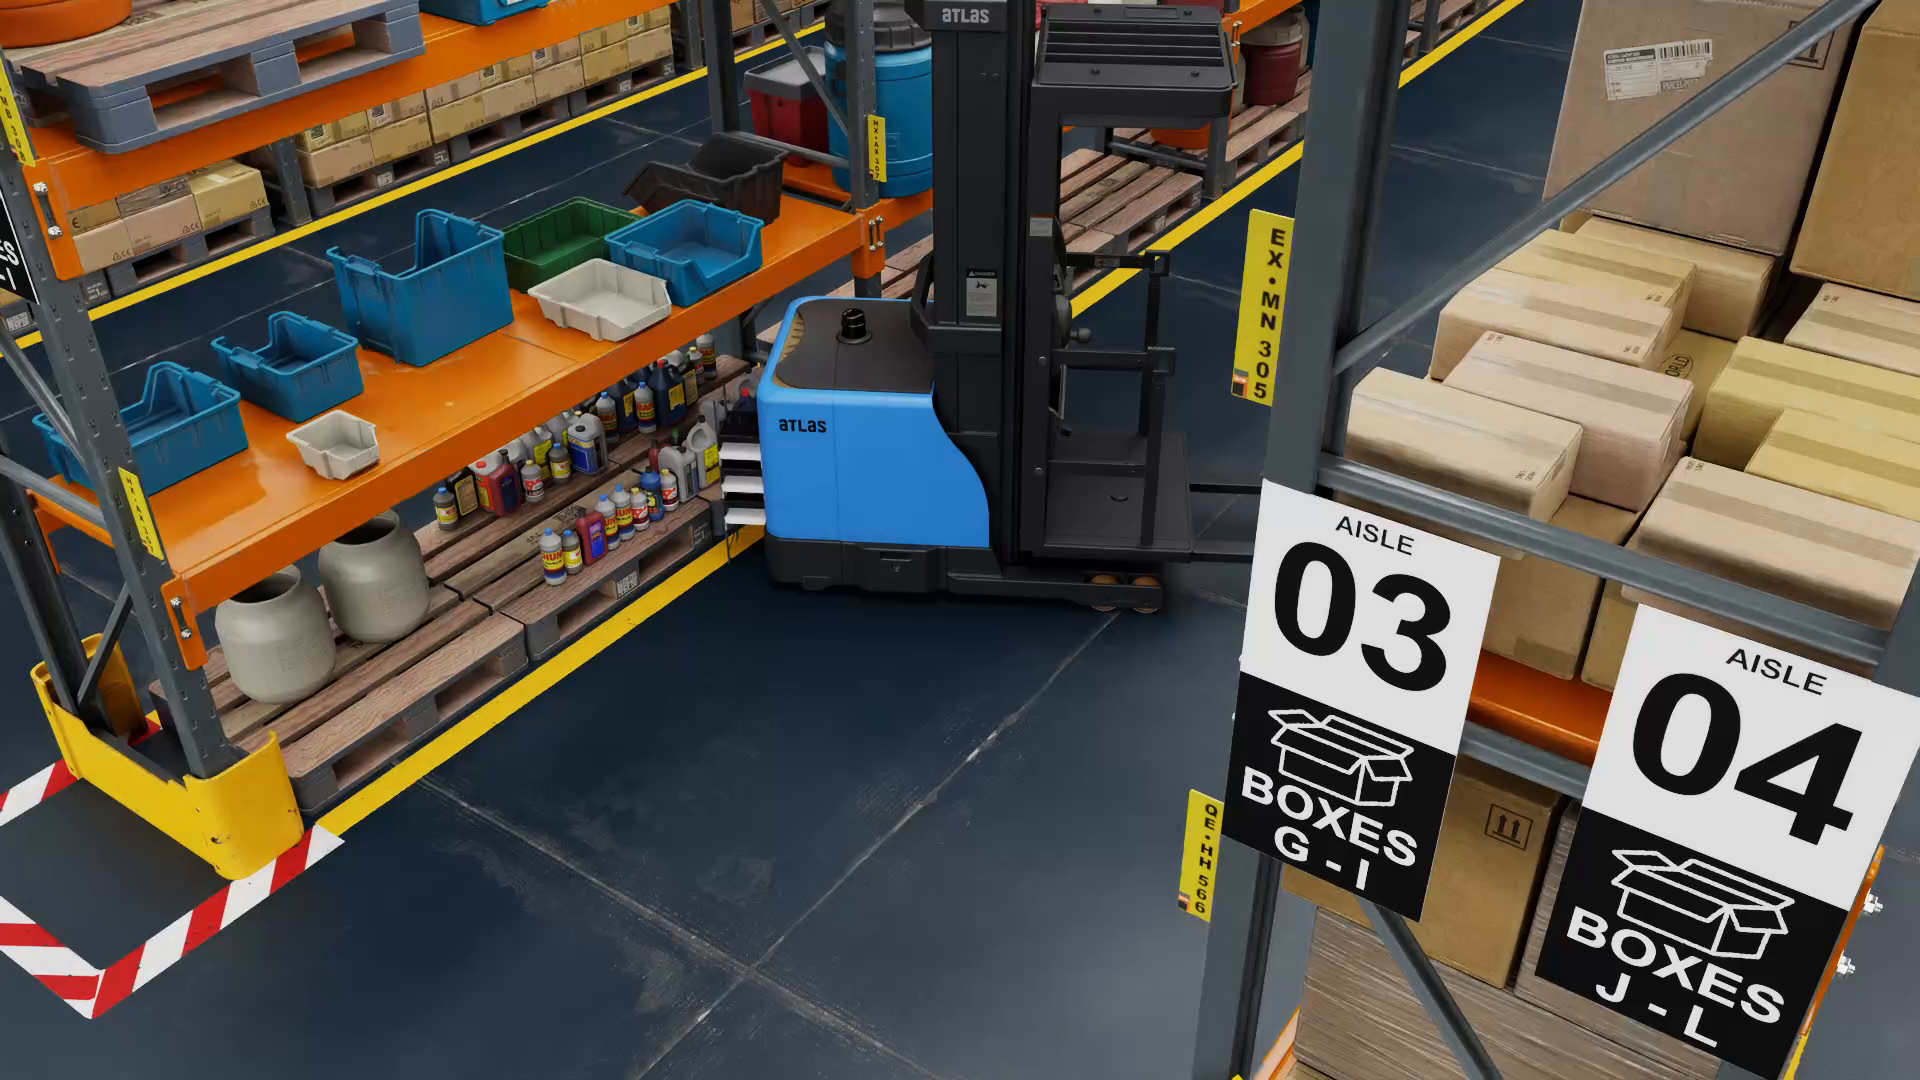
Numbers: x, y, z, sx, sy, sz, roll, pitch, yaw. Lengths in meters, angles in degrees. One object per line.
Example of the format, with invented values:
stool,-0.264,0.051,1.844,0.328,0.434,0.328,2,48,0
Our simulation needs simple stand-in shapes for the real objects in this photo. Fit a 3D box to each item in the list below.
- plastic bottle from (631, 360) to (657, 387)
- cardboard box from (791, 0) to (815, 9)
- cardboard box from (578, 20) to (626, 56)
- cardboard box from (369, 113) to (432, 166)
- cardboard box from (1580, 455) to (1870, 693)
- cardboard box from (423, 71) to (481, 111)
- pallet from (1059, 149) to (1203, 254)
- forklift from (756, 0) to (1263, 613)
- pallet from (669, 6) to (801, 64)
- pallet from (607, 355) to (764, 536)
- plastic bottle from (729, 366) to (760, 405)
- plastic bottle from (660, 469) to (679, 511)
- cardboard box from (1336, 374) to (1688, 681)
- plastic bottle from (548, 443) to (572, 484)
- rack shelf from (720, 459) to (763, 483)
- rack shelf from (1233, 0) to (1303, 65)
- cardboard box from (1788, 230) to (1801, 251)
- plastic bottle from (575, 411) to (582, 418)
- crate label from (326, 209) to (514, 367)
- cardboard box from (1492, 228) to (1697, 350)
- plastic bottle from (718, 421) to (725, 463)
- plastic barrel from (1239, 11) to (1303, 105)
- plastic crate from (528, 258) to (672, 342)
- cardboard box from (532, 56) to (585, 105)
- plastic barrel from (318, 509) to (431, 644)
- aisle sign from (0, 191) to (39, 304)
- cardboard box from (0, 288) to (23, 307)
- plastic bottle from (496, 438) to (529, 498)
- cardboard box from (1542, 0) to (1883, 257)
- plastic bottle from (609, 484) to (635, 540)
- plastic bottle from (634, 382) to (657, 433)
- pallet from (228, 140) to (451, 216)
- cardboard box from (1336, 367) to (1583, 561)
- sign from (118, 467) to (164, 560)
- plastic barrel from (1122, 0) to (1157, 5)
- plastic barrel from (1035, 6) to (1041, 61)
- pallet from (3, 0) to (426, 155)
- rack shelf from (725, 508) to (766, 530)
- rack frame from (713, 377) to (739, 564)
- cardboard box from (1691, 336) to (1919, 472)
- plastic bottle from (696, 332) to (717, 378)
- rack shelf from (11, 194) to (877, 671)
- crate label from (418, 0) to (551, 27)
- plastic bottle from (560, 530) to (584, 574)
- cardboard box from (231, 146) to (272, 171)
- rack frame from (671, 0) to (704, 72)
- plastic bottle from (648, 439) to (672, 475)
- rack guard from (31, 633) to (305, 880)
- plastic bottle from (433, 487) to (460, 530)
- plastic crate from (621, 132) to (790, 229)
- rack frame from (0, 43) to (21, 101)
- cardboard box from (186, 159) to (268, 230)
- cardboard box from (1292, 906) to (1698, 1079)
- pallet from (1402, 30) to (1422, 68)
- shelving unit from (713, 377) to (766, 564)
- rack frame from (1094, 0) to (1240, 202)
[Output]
plastic bottle,-1.654,-0.834,8.778,0.144,0.351,0.185,22,40,29
cardboard box,-1.561,-5.150,15.027,0.500,0.500,0.500,21,39,28
cardboard box,-3.026,-4.119,13.243,0.500,0.311,0.500,21,39,28
cardboard box,-4.194,-2.949,12.012,0.500,0.250,0.500,22,40,29
cardboard box,1.423,0.115,2.859,0.500,0.250,0.500,23,40,30
cardboard box,-3.896,-3.417,12.205,0.500,0.311,0.500,20,39,27
pallet,0.954,-2.330,11.507,1.003,0.211,1.213,21,39,28
forklift,0.625,-1.186,7.387,3.031,2.935,1.130,3,34,4
pallet,-2.182,-4.590,14.848,1.003,0.211,1.213,21,39,28
pallet,-1.270,-0.538,8.857,1.003,0.211,1.213,21,39,28
plastic bottle,-1.102,-0.731,8.625,0.144,0.351,0.185,21,39,28
plastic bottle,-1.417,-0.250,8.047,0.097,0.201,0.097,0,34,0
cardboard box,1.002,-0.049,3.101,0.500,0.250,0.500,22,40,29
plastic bottle,-1.986,-0.386,8.249,0.097,0.201,0.097,0,34,0
rack shelf,-1.012,-0.367,7.887,0.200,0.077,0.258,3,34,4
rack shelf,2.568,-4.452,12.797,1.077,0.370,4.000,21,39,28
cardboard box,1.866,-0.746,4.132,0.500,0.250,0.500,21,39,27
plastic bottle,-1.942,-0.563,8.510,0.097,0.201,0.097,0,34,0
crate label,-2.306,-1.096,7.161,0.502,0.435,0.616,21,39,28
cardboard box,1.272,-0.505,3.419,0.380,0.149,0.250,21,40,28
plastic bottle,-1.151,-0.480,8.315,0.061,0.283,0.133,24,41,31
plastic barrel,2.337,-3.755,12.902,0.600,0.588,0.708,21,39,28
plastic crate,-1.570,-1.051,7.362,0.530,0.136,0.437,21,39,28
cardboard box,-3.319,-3.659,13.063,0.500,0.250,0.500,22,40,29
plastic barrel,-2.535,0.151,7.195,0.421,0.512,0.421,0,34,0
aisle sign,-2.934,-1.098,4.875,0.394,0.787,0.004,21,39,28
cardboard box,-5.855,-1.632,10.065,0.500,0.250,0.500,21,39,28
plastic bottle,-2.201,-0.358,8.140,0.152,0.276,0.135,20,39,27
cardboard box,1.611,-0.974,3.534,0.500,0.500,0.500,21,39,28
plastic bottle,-1.591,-0.138,7.820,0.097,0.271,0.097,0,34,0
plastic bottle,-1.637,-0.696,8.645,0.097,0.271,0.097,0,34,0
pallet,-4.532,-2.769,12.156,1.003,0.211,1.213,21,39,28
cardboard box,0.837,-0.139,2.878,0.380,0.149,0.250,21,39,28
sign,-2.684,-0.085,5.450,0.100,0.325,0.005,21,39,28
plastic barrel,1.017,-3.334,10.403,0.421,0.512,0.421,0,34,0
plastic barrel,0.291,-2.753,9.521,0.433,0.535,0.433,0,34,0
pallet,-2.581,-1.661,5.520,1.003,0.211,1.213,21,39,28
rack shelf,-1.012,-0.143,8.039,0.200,0.077,0.258,3,34,4
rack frame,-1.114,-0.324,7.926,0.006,0.900,0.240,3,34,4
cardboard box,1.553,-0.208,2.980,0.380,0.149,0.250,21,39,27
plastic bottle,-1.395,-1.034,9.144,0.097,0.271,0.097,0,34,0
rack shelf,-1.993,-0.770,7.353,1.077,0.370,4.000,21,39,28
crate label,-1.795,-2.084,6.110,0.502,0.251,0.408,21,39,28
plastic bottle,-1.785,0.047,7.608,0.097,0.201,0.097,0,34,0
cardboard box,-4.922,-2.891,11.927,0.500,0.250,0.500,21,39,28
rack frame,-2.639,-5.413,13.577,1.000,3.000,0.127,21,39,28
plastic bottle,-1.460,-0.380,8.167,0.061,0.283,0.133,21,39,28
rack guard,-3.129,0.838,6.565,1.175,0.500,0.348,21,39,28
plastic bottle,-2.446,-0.156,7.908,0.097,0.201,0.097,0,34,0
plastic crate,-1.256,-1.762,8.234,0.767,0.338,0.504,21,39,28
rack frame,-3.133,-2.633,4.110,1.000,3.000,0.127,21,39,28
cardboard box,-5.005,-2.324,11.089,0.500,0.250,0.500,21,39,28
cardboard box,1.272,1.025,3.701,0.875,0.500,0.500,21,39,28
pallet,3.235,-4.173,14.233,1.003,0.211,1.213,21,39,28
shelving unit,-1.012,-0.320,7.919,0.210,0.900,0.258,3,34,4
rack frame,1.428,-3.829,11.235,1.000,3.000,0.127,21,39,28
